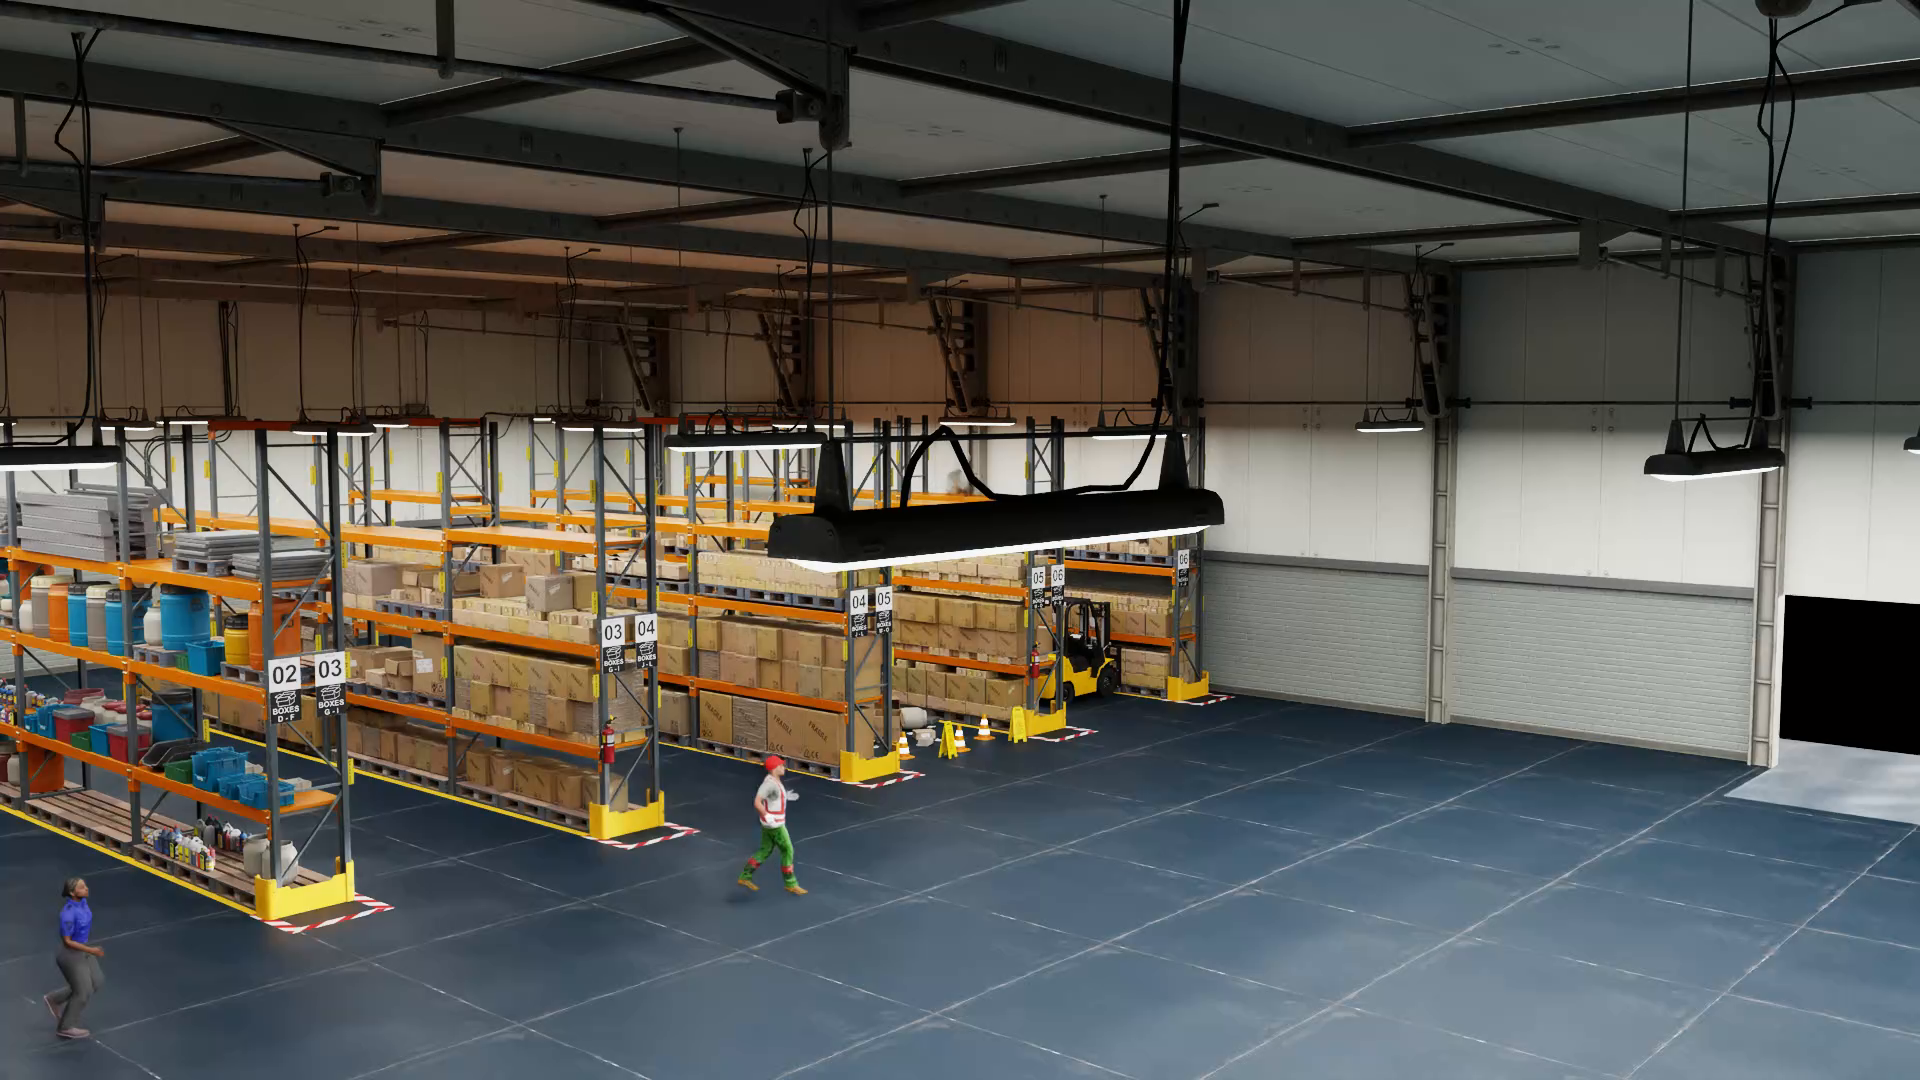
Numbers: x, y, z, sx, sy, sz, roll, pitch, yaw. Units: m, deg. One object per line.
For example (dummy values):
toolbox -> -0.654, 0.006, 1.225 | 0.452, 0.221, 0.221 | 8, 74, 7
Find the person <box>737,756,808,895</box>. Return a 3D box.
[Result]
person -> -2.425, 3.659, 21.335 | 0.908, 1.819, 0.628 | -1, 5, -16

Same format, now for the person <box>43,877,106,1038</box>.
person -> -8.845, 4.156, 16.617 | 0.626, 1.621, 0.602 | -1, 5, -13
